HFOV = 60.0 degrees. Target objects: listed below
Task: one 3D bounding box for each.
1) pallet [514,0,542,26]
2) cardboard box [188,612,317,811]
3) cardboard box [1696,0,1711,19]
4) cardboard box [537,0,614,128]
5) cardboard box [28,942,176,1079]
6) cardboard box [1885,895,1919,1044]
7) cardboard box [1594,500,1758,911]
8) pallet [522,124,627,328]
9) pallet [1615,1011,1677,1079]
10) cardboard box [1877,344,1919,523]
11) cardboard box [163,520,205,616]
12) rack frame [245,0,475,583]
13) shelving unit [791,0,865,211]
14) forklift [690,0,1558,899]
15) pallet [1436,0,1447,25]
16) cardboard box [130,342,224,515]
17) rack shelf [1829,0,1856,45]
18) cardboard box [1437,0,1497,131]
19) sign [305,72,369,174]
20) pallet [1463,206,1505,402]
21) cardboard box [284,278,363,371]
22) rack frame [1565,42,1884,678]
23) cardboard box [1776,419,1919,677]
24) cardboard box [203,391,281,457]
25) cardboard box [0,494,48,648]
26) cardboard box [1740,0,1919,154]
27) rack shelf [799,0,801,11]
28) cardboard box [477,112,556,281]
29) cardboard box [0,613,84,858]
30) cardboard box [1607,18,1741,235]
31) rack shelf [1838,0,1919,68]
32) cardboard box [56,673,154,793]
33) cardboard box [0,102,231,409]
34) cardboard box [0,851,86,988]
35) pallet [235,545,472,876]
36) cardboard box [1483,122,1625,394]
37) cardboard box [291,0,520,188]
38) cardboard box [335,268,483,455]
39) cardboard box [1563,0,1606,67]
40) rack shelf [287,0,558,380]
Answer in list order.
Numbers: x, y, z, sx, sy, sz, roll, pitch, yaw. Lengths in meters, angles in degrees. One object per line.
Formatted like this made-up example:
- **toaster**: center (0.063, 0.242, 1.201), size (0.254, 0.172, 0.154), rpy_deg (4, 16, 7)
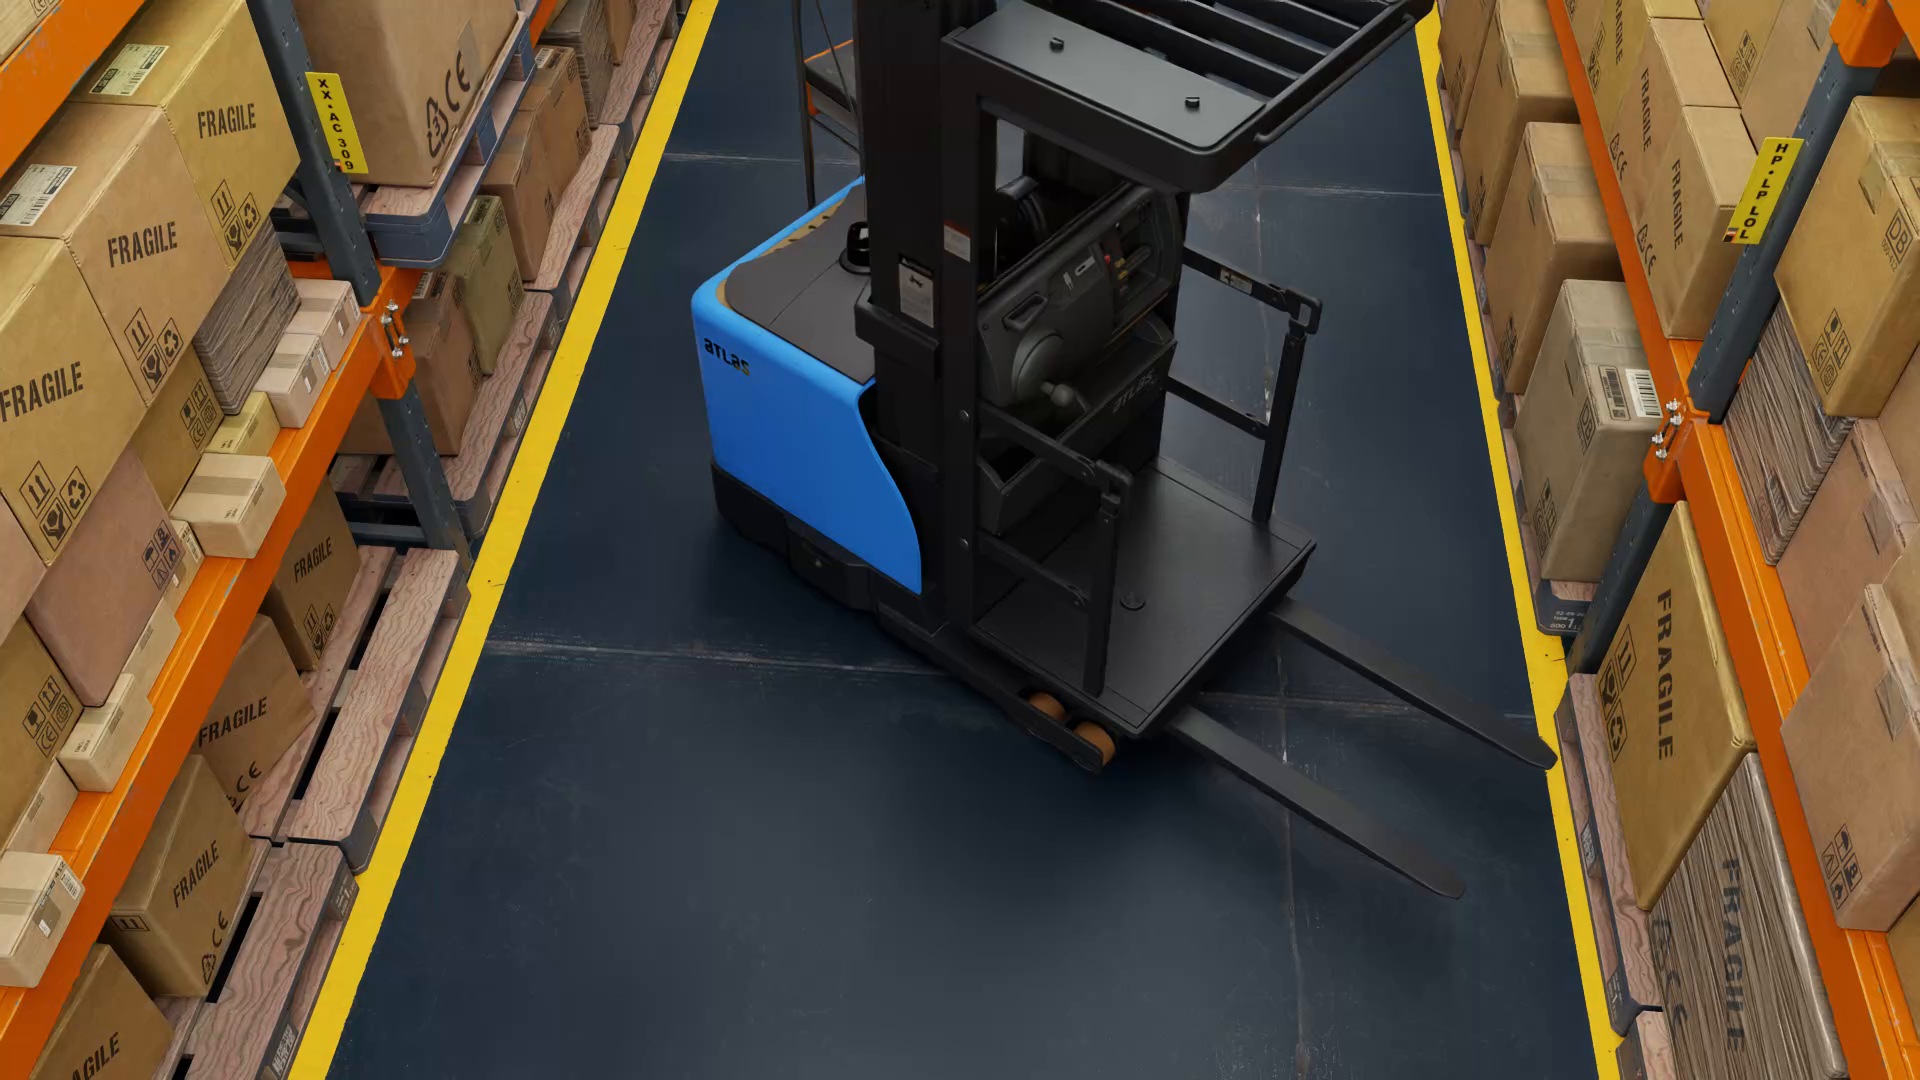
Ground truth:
- **pallet**: center (-2.081, -2.333, 6.481), size (1.003, 0.211, 1.213), rpy_deg (4, 48, 4)
- **cardboard box**: center (-2.427, 0.498, 5.171), size (0.500, 0.500, 0.500), rpy_deg (18, 50, 16)
- **cardboard box**: center (2.755, -1.994, 5.296), size (0.700, 0.500, 0.500), rpy_deg (4, 48, 4)
- **cardboard box**: center (-2.021, -2.258, 7.678), size (0.700, 0.500, 0.500), rpy_deg (0, 48, 0)
- **cardboard box**: center (-2.501, 1.367, 4.376), size (0.500, 0.500, 0.500), rpy_deg (8, 48, 7)
- **cardboard box**: center (2.460, 0.904, 3.289), size (0.875, 0.550, 0.500), rpy_deg (4, 48, 4)
- **cardboard box**: center (2.497, 0.524, 4.893), size (0.875, 0.875, 0.875), rpy_deg (5, 48, 4)
- **pallet**: center (-2.128, -1.446, 7.430), size (1.003, 0.211, 1.213), rpy_deg (4, 48, 4)
- **pallet**: center (2.368, 1.885, 4.383), size (1.003, 0.211, 1.213), rpy_deg (4, 48, 4)
- **cardboard box**: center (2.622, -0.243, 3.606), size (0.875, 0.550, 0.550), rpy_deg (4, 48, 4)
- **cardboard box**: center (-2.214, 0.075, 4.319), size (0.380, 0.149, 0.250), rpy_deg (4, 48, 4)
- **rack frame**: center (-2.306, -0.916, 5.055), size (1.000, 3.000, 0.127), rpy_deg (4, 48, 4)
- **shelving unit**: center (-0.285, -1.629, 6.316), size (0.503, 2.100, 0.431), rpy_deg (-32, 55, -26)
- **forklift**: center (0.535, -0.668, 4.874), size (3.031, 2.935, 1.130), rpy_deg (31, 55, 26)
- **pallet**: center (3.061, -3.081, 8.925), size (1.003, 0.211, 1.213), rpy_deg (4, 48, 4)
- **cardboard box**: center (-2.489, -0.359, 4.276), size (0.875, 0.500, 0.500), rpy_deg (4, 48, 4)
- **rack shelf**: center (2.806, -2.748, 5.185), size (1.077, 0.370, 4.000), rpy_deg (4, 48, 4)
- **cardboard box**: center (2.843, -2.389, 7.642), size (1.050, 0.750, 0.750), rpy_deg (3, 48, 3)
- **sign**: center (-1.765, -1.178, 4.708), size (0.100, 0.325, 0.005), rpy_deg (4, 48, 4)
- **pallet**: center (2.728, -1.038, 7.057), size (1.003, 0.211, 1.213), rpy_deg (4, 48, 4)
- **cardboard box**: center (-2.033, -0.654, 4.985), size (0.380, 0.149, 0.250), rpy_deg (4, 48, 4)
- **rack frame**: center (2.624, -0.508, 4.682), size (1.000, 3.000, 0.127), rpy_deg (4, 48, 4)
- **cardboard box**: center (2.575, 0.119, 4.007), size (0.875, 0.550, 0.550), rpy_deg (4, 48, 4)
- **cardboard box**: center (-2.148, -0.291, 4.654), size (0.380, 0.149, 0.250), rpy_deg (4, 48, 4)
- **cardboard box**: center (-2.213, 0.063, 3.212), size (0.500, 0.500, 0.500), rpy_deg (4, 48, 4)
- **cardboard box**: center (2.663, -1.245, 4.610), size (0.700, 0.500, 0.500), rpy_deg (3, 48, 3)
- **rack shelf**: center (-0.287, -2.094, 5.811), size (0.480, 0.518, 0.431), rpy_deg (-32, 55, -26)
- **cardboard box**: center (-2.116, -1.431, 6.922), size (0.700, 0.500, 0.500), rpy_deg (0, 48, 0)
- **cardboard box**: center (-2.521, 0.380, 3.600), size (0.875, 0.500, 0.500), rpy_deg (4, 48, 4)
- **cardboard box**: center (2.451, -1.315, 5.352), size (0.500, 0.500, 0.500), rpy_deg (3, 48, 3)
- **rack shelf**: center (2.442, 0.192, 2.497), size (1.077, 0.370, 4.000), rpy_deg (4, 48, 4)
- **cardboard box**: center (-2.184, 0.448, 3.978), size (0.380, 0.149, 0.250), rpy_deg (4, 48, 4)
- **cardboard box**: center (-2.117, -0.671, 3.884), size (0.500, 0.500, 0.500), rpy_deg (4, 48, 4)
- **cardboard box**: center (-2.174, 0.819, 3.639), size (0.380, 0.149, 0.250), rpy_deg (4, 48, 4)
- **pallet**: center (-2.332, 0.521, 5.631), size (1.003, 0.211, 1.213), rpy_deg (4, 48, 4)
- **cardboard box**: center (2.683, -1.062, 6.428), size (1.050, 0.750, 0.750), rpy_deg (4, 48, 4)
- **cardboard box**: center (-2.094, -1.835, 5.204), size (1.000, 1.000, 1.000), rpy_deg (4, 48, 4)
- **cardboard box**: center (-2.229, -0.671, 6.227), size (0.700, 0.500, 0.500), rpy_deg (1, 48, 1)
- **cardboard box**: center (2.541, -2.059, 6.033), size (0.500, 0.500, 0.500), rpy_deg (3, 48, 3)
- **rack shelf**: center (-2.124, -2.143, 6.665), size (1.077, 0.370, 4.000), rpy_deg (4, 48, 4)
